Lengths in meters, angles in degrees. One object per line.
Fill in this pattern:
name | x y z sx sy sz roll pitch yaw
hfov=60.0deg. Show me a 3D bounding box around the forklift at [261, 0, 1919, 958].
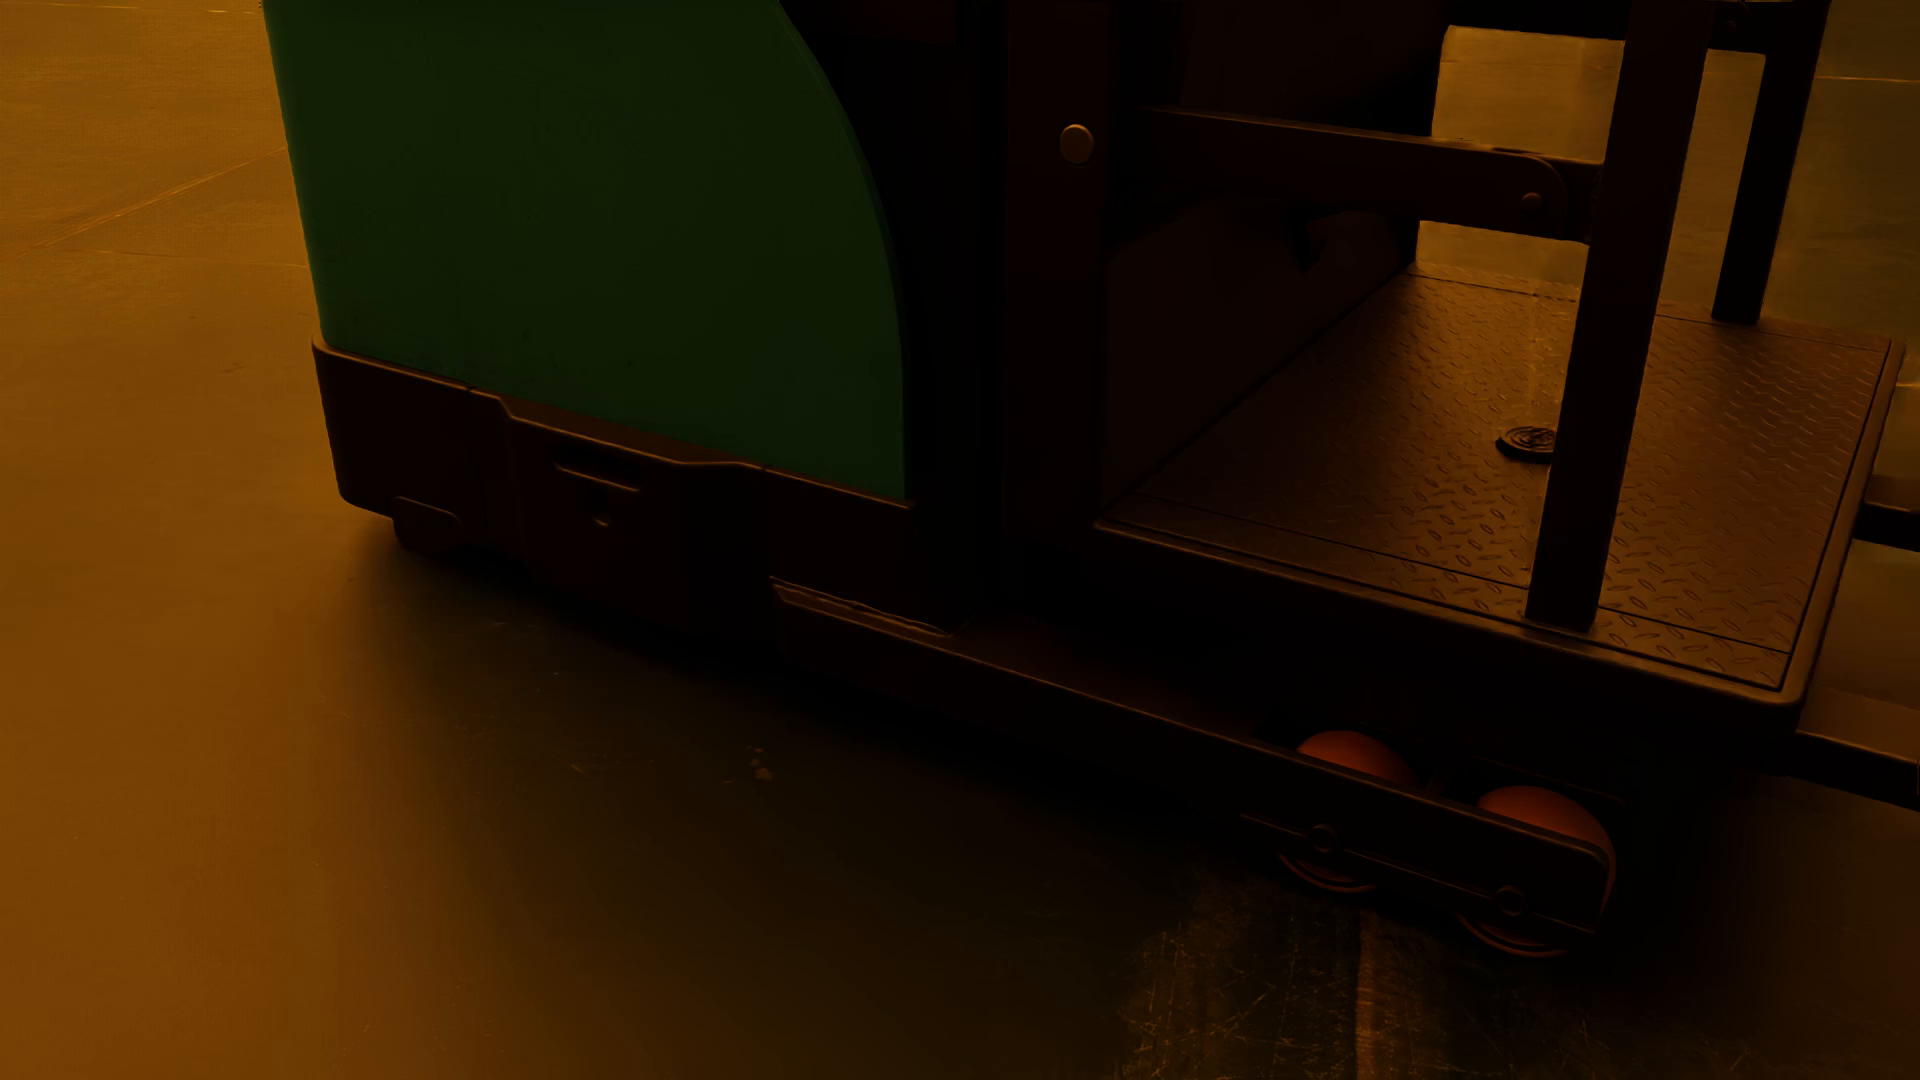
forklift | 0.591 -1.165 1.554 3.031 2.935 1.130 15 31 28
